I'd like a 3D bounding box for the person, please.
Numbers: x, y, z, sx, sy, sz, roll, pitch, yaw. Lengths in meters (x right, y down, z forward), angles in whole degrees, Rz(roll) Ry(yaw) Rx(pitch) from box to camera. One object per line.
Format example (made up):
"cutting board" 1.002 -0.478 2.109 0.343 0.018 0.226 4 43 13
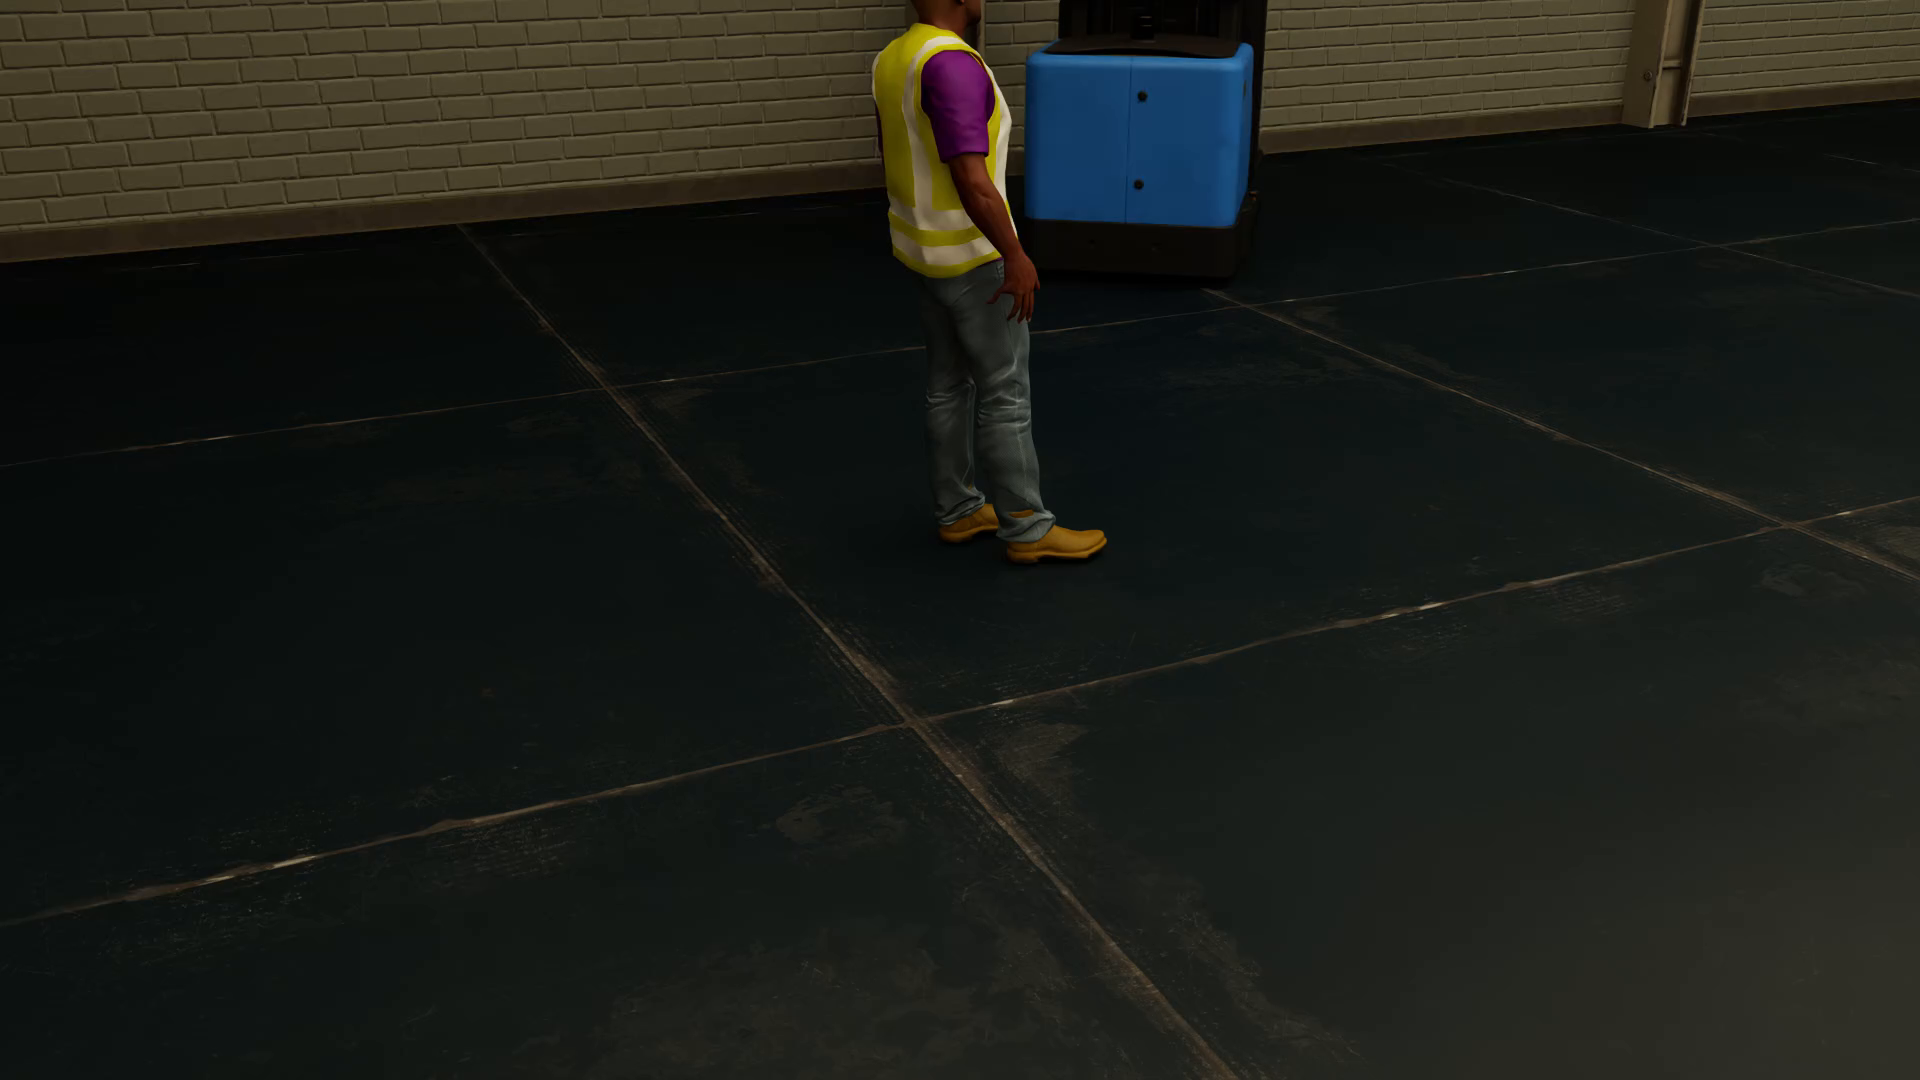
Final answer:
"person" 0.065 -0.831 4.787 0.577 1.765 0.665 -10 25 -23

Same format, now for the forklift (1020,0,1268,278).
"forklift" 1.117 -3.140 8.844 1.130 2.935 3.031 5 23 12
